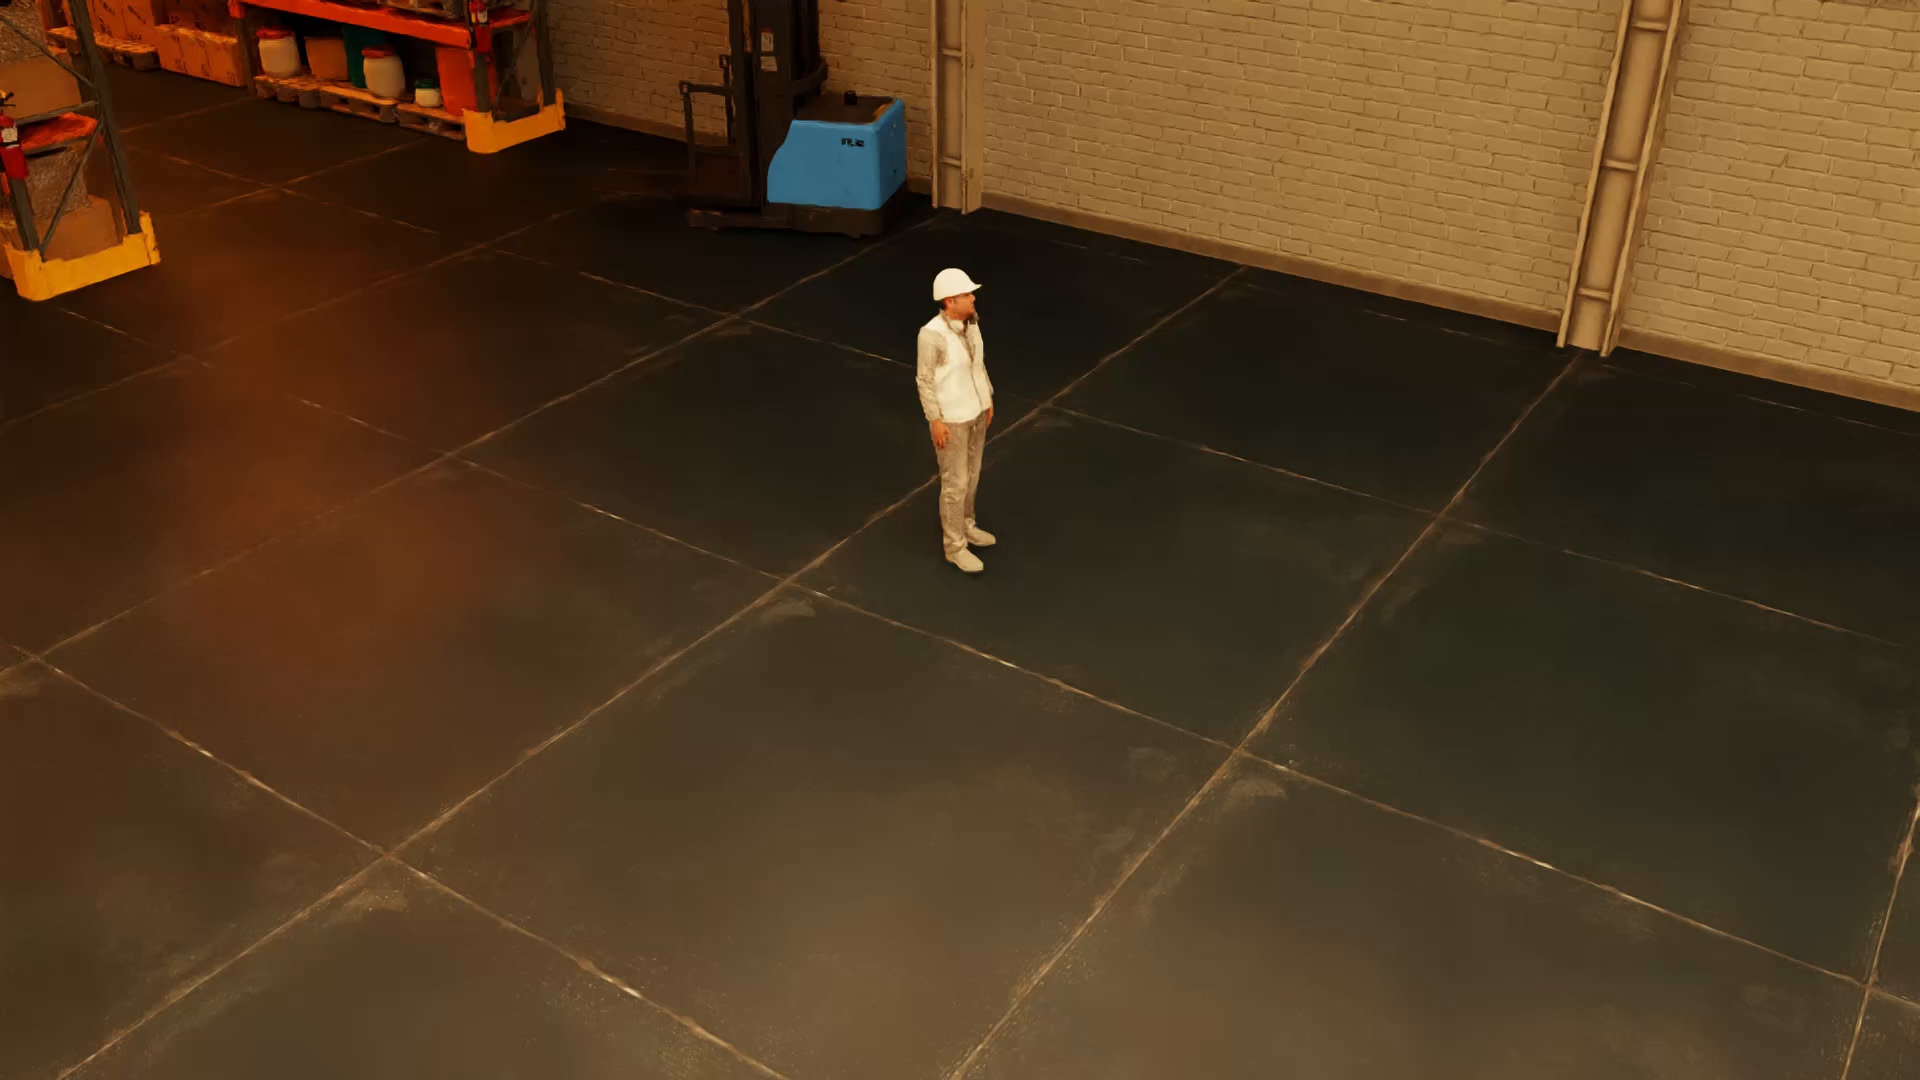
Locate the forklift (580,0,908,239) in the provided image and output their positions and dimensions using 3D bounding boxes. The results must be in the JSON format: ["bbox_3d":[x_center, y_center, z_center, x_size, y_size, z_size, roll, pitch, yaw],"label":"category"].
[{"bbox_3d":[-2.074,-4.401,15.161,3.031,2.935,1.130,7,31,12],"label":"forklift"}]

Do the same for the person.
[{"bbox_3d":[0.047,-0.753,10.015,0.567,1.773,0.632,19,35,29],"label":"person"}]
